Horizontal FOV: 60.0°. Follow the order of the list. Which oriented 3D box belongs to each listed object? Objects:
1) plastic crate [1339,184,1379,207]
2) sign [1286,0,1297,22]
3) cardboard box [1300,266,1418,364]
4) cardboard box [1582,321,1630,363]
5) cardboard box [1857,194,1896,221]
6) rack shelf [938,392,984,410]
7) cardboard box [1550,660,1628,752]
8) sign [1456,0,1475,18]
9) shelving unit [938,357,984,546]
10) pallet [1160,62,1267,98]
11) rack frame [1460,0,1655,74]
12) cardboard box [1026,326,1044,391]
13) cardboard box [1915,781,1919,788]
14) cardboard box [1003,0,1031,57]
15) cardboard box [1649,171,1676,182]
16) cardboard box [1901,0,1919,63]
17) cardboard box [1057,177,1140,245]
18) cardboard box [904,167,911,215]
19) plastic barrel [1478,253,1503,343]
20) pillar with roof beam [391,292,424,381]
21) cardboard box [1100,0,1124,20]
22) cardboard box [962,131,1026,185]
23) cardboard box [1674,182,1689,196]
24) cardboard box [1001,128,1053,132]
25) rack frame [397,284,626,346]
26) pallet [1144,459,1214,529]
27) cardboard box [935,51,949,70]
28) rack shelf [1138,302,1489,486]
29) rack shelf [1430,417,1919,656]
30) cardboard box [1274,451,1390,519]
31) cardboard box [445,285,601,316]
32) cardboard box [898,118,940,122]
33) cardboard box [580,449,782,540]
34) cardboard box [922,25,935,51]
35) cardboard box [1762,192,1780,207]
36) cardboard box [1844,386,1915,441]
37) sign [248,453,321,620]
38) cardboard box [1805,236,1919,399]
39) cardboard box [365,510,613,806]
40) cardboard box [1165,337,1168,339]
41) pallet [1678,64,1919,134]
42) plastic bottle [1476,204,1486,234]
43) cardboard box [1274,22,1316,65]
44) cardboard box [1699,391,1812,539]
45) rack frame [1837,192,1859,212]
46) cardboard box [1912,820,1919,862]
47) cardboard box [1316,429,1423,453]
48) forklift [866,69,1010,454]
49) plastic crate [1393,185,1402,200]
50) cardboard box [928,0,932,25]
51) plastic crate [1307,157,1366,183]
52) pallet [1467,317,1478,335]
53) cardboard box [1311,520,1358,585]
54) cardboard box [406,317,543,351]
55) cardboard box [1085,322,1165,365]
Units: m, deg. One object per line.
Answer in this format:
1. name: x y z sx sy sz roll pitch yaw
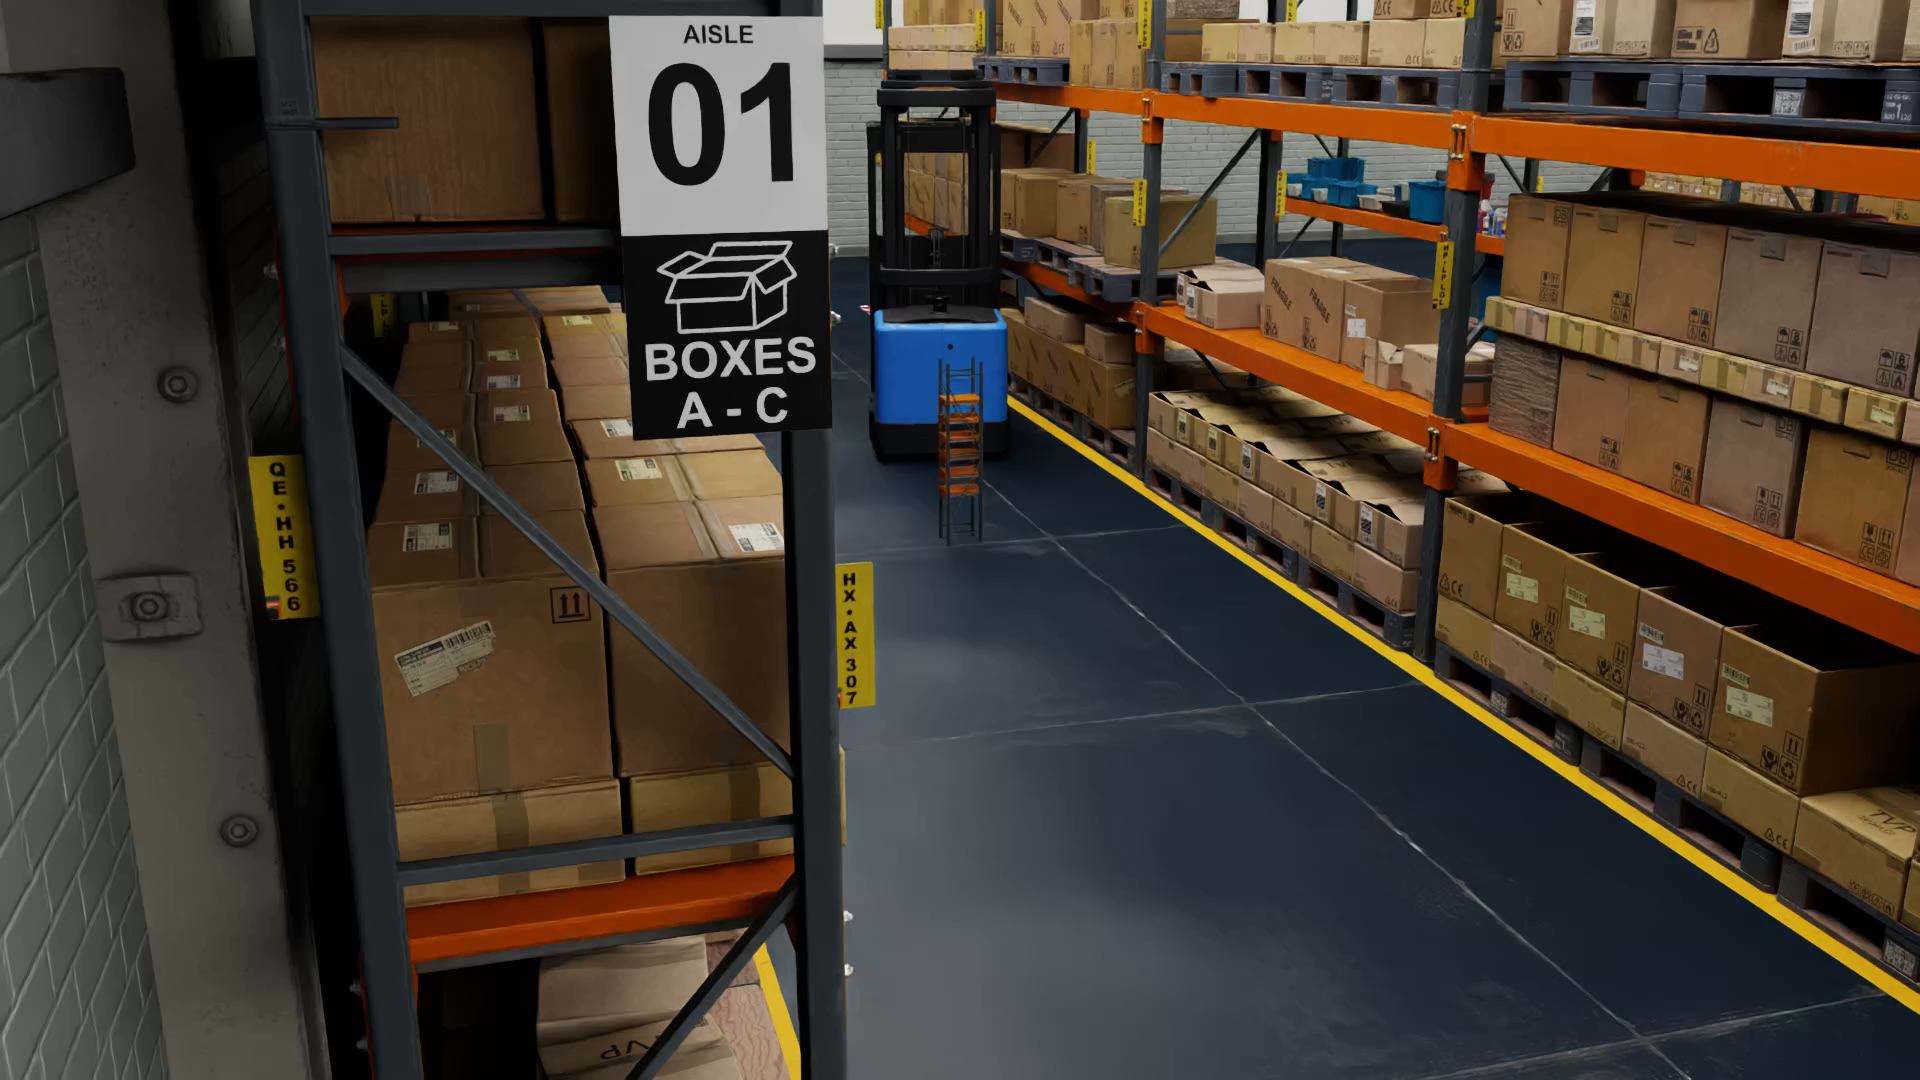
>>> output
1. plastic crate: 4.570 -3.953 19.084 0.416 0.233 0.300 -5 17 -15
2. sign: 2.345 -3.706 11.825 0.100 0.325 0.005 -5 17 -15
3. cardboard box: 2.431 -1.382 10.164 0.500 0.500 0.500 -5 17 -15
4. cardboard box: 3.012 -0.892 7.405 0.380 0.149 0.250 -5 17 -16
5. cardboard box: 10.122 -3.732 17.988 0.500 0.500 0.500 -5 17 -15
6. rack shelf: 0.004 -0.873 10.675 0.258 0.103 0.180 -5 17 -15
7. cardboard box: 3.010 0.710 7.425 0.500 0.250 0.500 -5 17 -15
8. sign: 2.390 -2.625 7.818 0.100 0.325 0.005 -5 17 -15
9. shelving unit: 0.004 -0.571 10.766 0.258 1.200 0.189 -5 17 -15
10. pallet: 2.082 -3.108 11.198 1.213 0.211 1.003 -4 17 -13
11. rack frame: 2.909 -3.709 7.658 1.000 3.000 0.127 -5 17 -15
12. cardboard box: 0.896 -1.624 14.724 0.500 0.500 0.500 -4 17 -15
13. cardboard box: 3.934 1.082 6.184 0.500 0.250 0.500 -5 17 -15
14. cardboard box: 0.778 -4.637 14.883 0.600 0.600 0.600 -6 18 -20
15. cardboard box: 9.158 -4.711 21.164 0.500 0.250 0.500 -5 17 -16
16. cardboard box: 3.438 -1.660 5.338 0.500 0.250 0.500 -5 17 -15
17. cardboard box: 1.255 -2.814 14.202 0.700 0.500 0.500 -10 19 -29
18. cardboard box: -0.374 -3.917 18.605 0.500 0.500 0.500 -5 17 -16
19. plastic barrel: 5.607 -2.484 16.924 0.600 0.901 0.708 -5 17 -15
20. pillar with roof beam: -0.936 -5.995 15.267 9.100 9.000 0.400 -5 17 -15
21. cardboard box: 1.415 -4.309 12.957 0.500 0.500 0.500 -5 17 -15
22. cardboard box: 0.322 -3.695 16.127 0.500 0.500 0.500 -5 17 -15
23. cardboard box: 9.201 -4.409 20.851 0.380 0.149 0.250 -5 17 -16
24. cardboard box: 0.709 -3.871 16.712 0.500 0.500 0.500 -5 18 -17
25. rack frame: -1.853 -0.443 7.213 1.000 3.000 0.127 -5 17 -15
26. pallet: 1.998 -0.376 11.837 1.003 0.211 1.213 -5 17 -15
27. cardboard box: 0.048 -4.804 16.777 0.500 0.250 0.500 -5 17 -15
28. rack shelf: 2.359 -1.045 10.466 1.077 0.370 4.000 -5 17 -15
29. rack shelf: 3.459 0.062 6.782 1.077 0.370 4.000 -5 17 -15
30. cardboard box: 2.238 -0.360 10.010 0.500 0.311 0.500 -5 17 -15
31. cardboard box: -2.107 -1.000 8.130 0.700 0.500 0.500 -3 17 -10
32. cardboard box: -0.521 -4.538 18.935 0.500 0.500 0.500 -4 17 -14
33. cardboard box: -0.722 0.073 4.417 0.500 0.500 0.500 -5 17 -15
34. cardboard box: -0.090 -5.181 17.165 0.500 0.250 0.500 -5 17 -15
35. cardboard box: 9.625 -3.982 19.432 0.380 0.149 0.250 -4 17 -14
36. cardboard box: 3.437 -0.464 5.981 0.380 0.149 0.250 -4 17 -14
37. sign: -1.293 -0.004 3.190 0.100 0.325 0.005 -5 17 -15
38. cardboard box: 3.589 -0.828 6.065 0.700 0.500 0.500 -5 17 -15
39. cardboard box: -1.088 0.253 3.819 0.500 0.500 0.500 -5 17 -16
40. cardboard box: 1.529 -1.532 14.418 0.500 0.500 0.500 -5 18 -17
41. pallet: 3.500 -1.659 6.202 1.003 0.211 1.213 -5 17 -15
42. plastic bottle: 5.201 -3.211 16.632 0.061 0.283 0.133 -5 17 -15
43. cardboard box: 2.296 -3.084 10.323 0.500 0.250 0.500 -5 17 -16
44. cardboard box: 3.464 -0.335 6.681 0.700 0.500 0.500 -4 17 -14
45. rack frame: 10.236 -3.831 18.491 1.000 3.000 0.127 -5 17 -15
46. cardboard box: 3.575 0.902 5.480 0.500 0.500 0.500 -5 17 -15
47. cardboard box: 2.611 -0.548 10.637 0.500 0.311 0.500 -4 17 -14
48. forklift: -0.226 -2.446 14.001 1.130 2.935 3.031 -1 17 -3
49. plastic crate: 5.186 -3.946 19.063 0.416 0.233 0.300 -5 17 -15
50. cardboard box: 0.064 -5.703 17.597 0.700 0.500 0.500 -5 17 -15
51. plastic crate: 4.646 -4.514 20.598 0.616 0.435 0.499 -5 17 -15
52. pallet: 5.235 -2.304 18.256 1.003 0.211 1.213 -5 17 -15
53. cardboard box: 2.379 0.048 9.628 0.500 0.250 0.500 -5 17 -16
54. cardboard box: -1.925 -0.594 6.636 0.500 0.500 0.500 -5 17 -17
55. cardboard box: 1.307 -1.570 13.243 0.500 0.250 0.500 -4 17 -13
